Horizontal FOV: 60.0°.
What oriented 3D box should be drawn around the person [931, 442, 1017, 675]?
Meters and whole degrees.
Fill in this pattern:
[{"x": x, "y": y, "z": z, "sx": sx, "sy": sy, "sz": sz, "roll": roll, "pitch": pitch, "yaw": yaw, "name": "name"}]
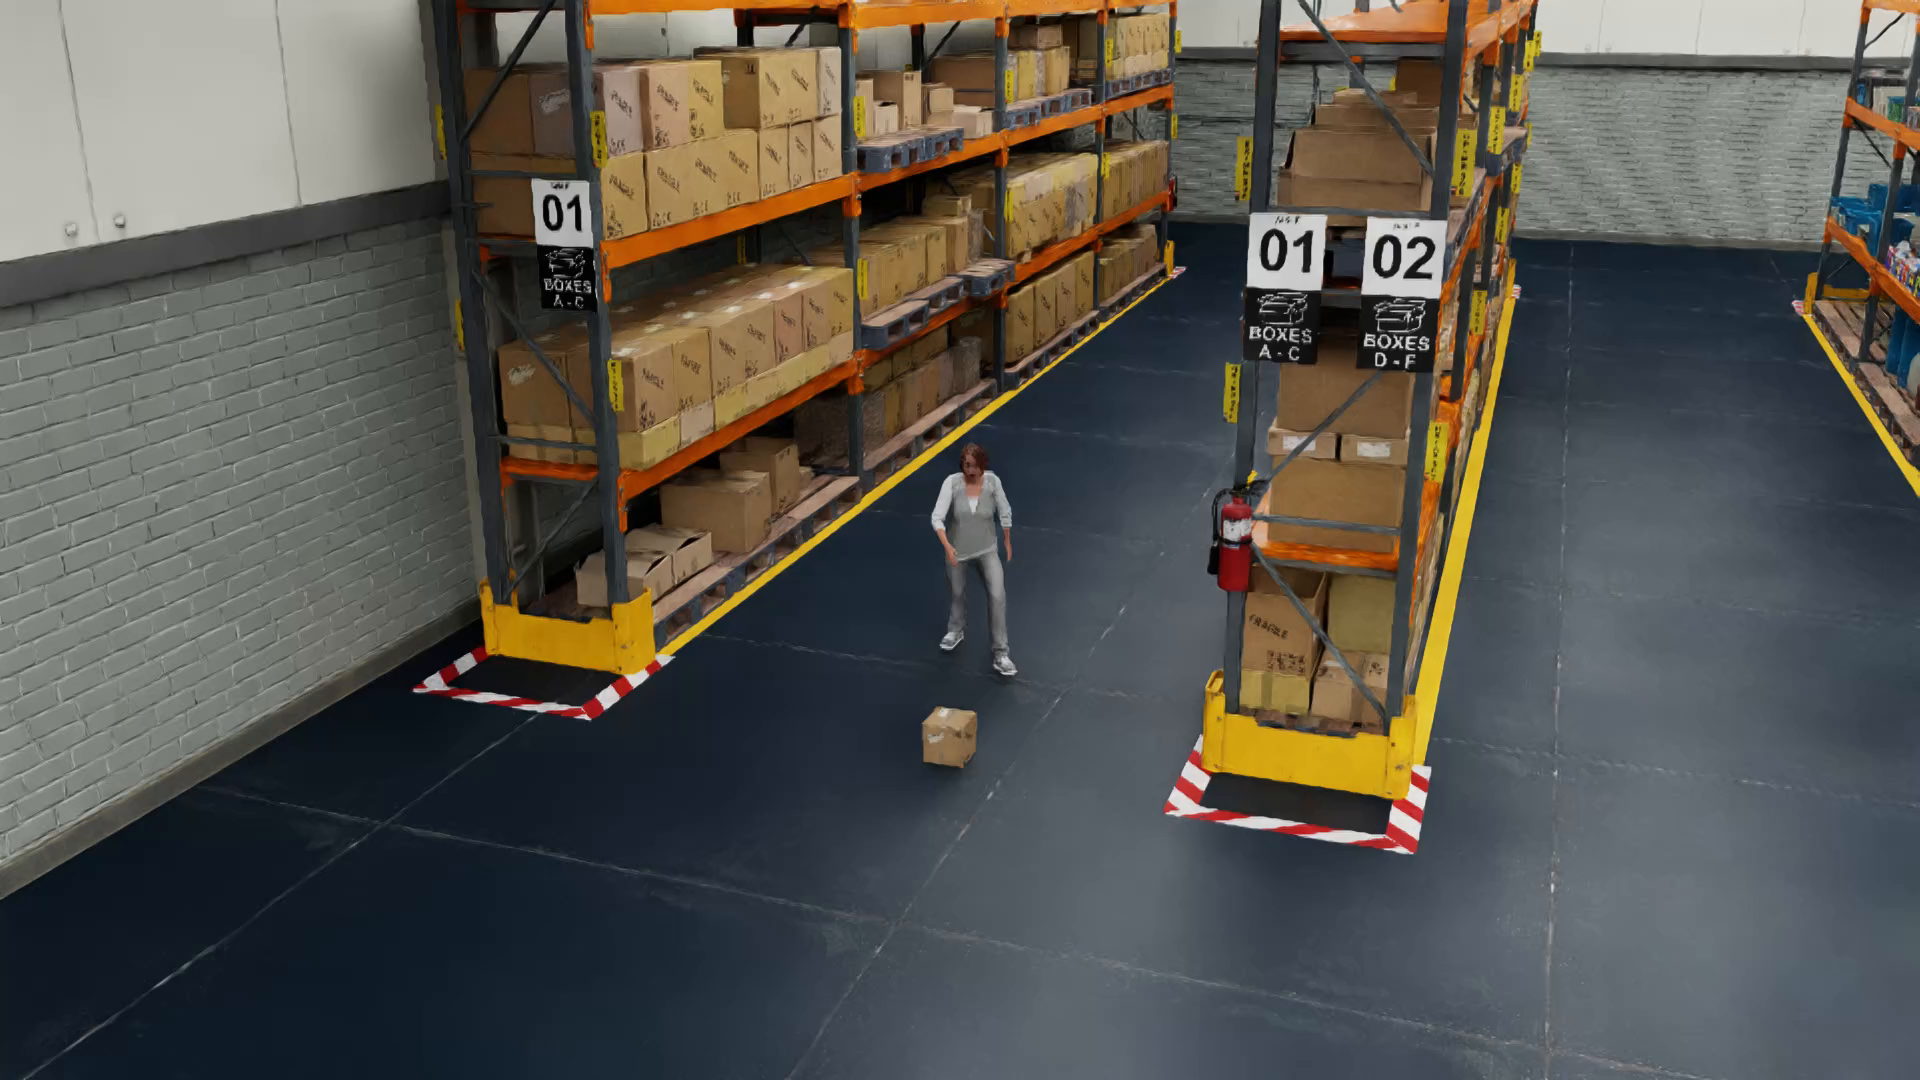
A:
[{"x": 0.097, "y": 0.073, "z": 10.905, "sx": 0.566, "sy": 1.540, "sz": 0.743, "roll": 1, "pitch": 19, "yaw": 2, "name": "person"}]
